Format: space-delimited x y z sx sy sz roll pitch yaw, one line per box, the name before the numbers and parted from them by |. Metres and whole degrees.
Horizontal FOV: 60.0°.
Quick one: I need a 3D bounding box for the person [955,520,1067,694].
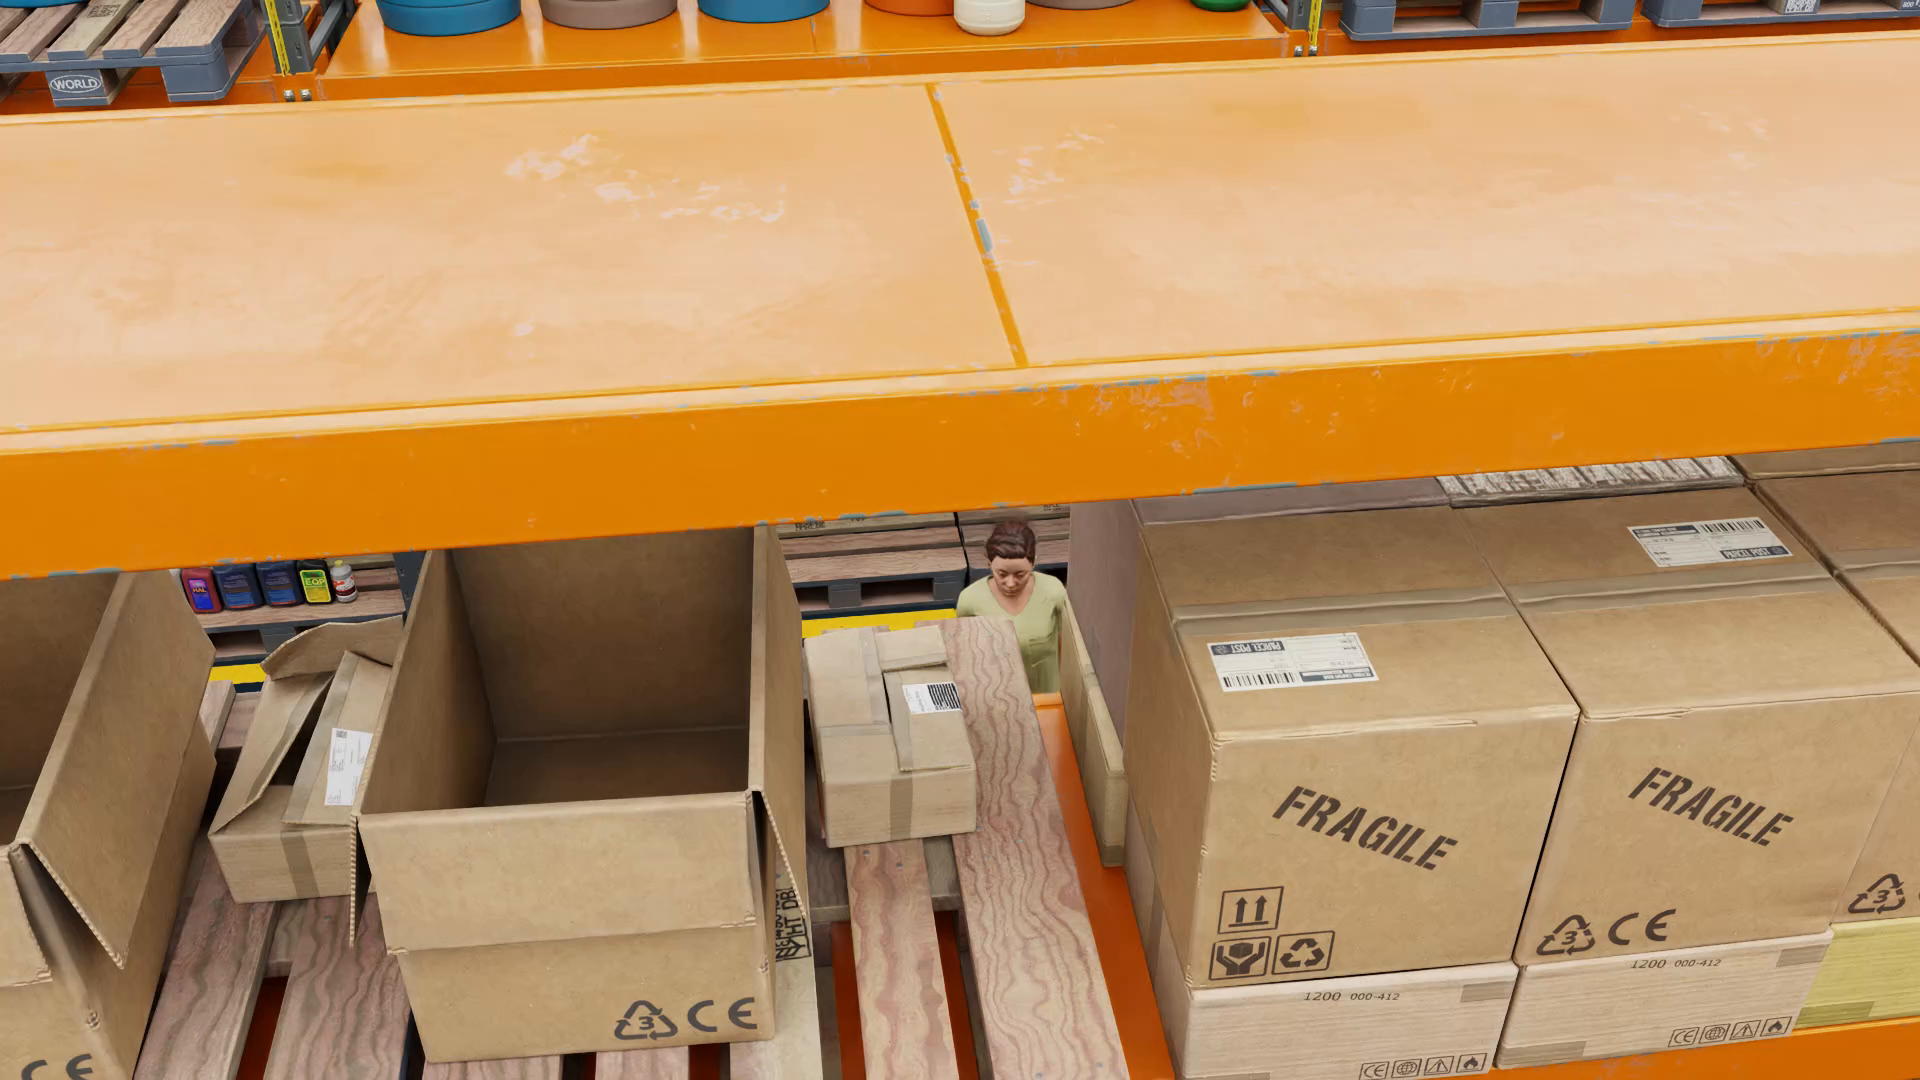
person | 0.223 0.684 6.317 0.472 1.606 0.719 -4 35 -6
